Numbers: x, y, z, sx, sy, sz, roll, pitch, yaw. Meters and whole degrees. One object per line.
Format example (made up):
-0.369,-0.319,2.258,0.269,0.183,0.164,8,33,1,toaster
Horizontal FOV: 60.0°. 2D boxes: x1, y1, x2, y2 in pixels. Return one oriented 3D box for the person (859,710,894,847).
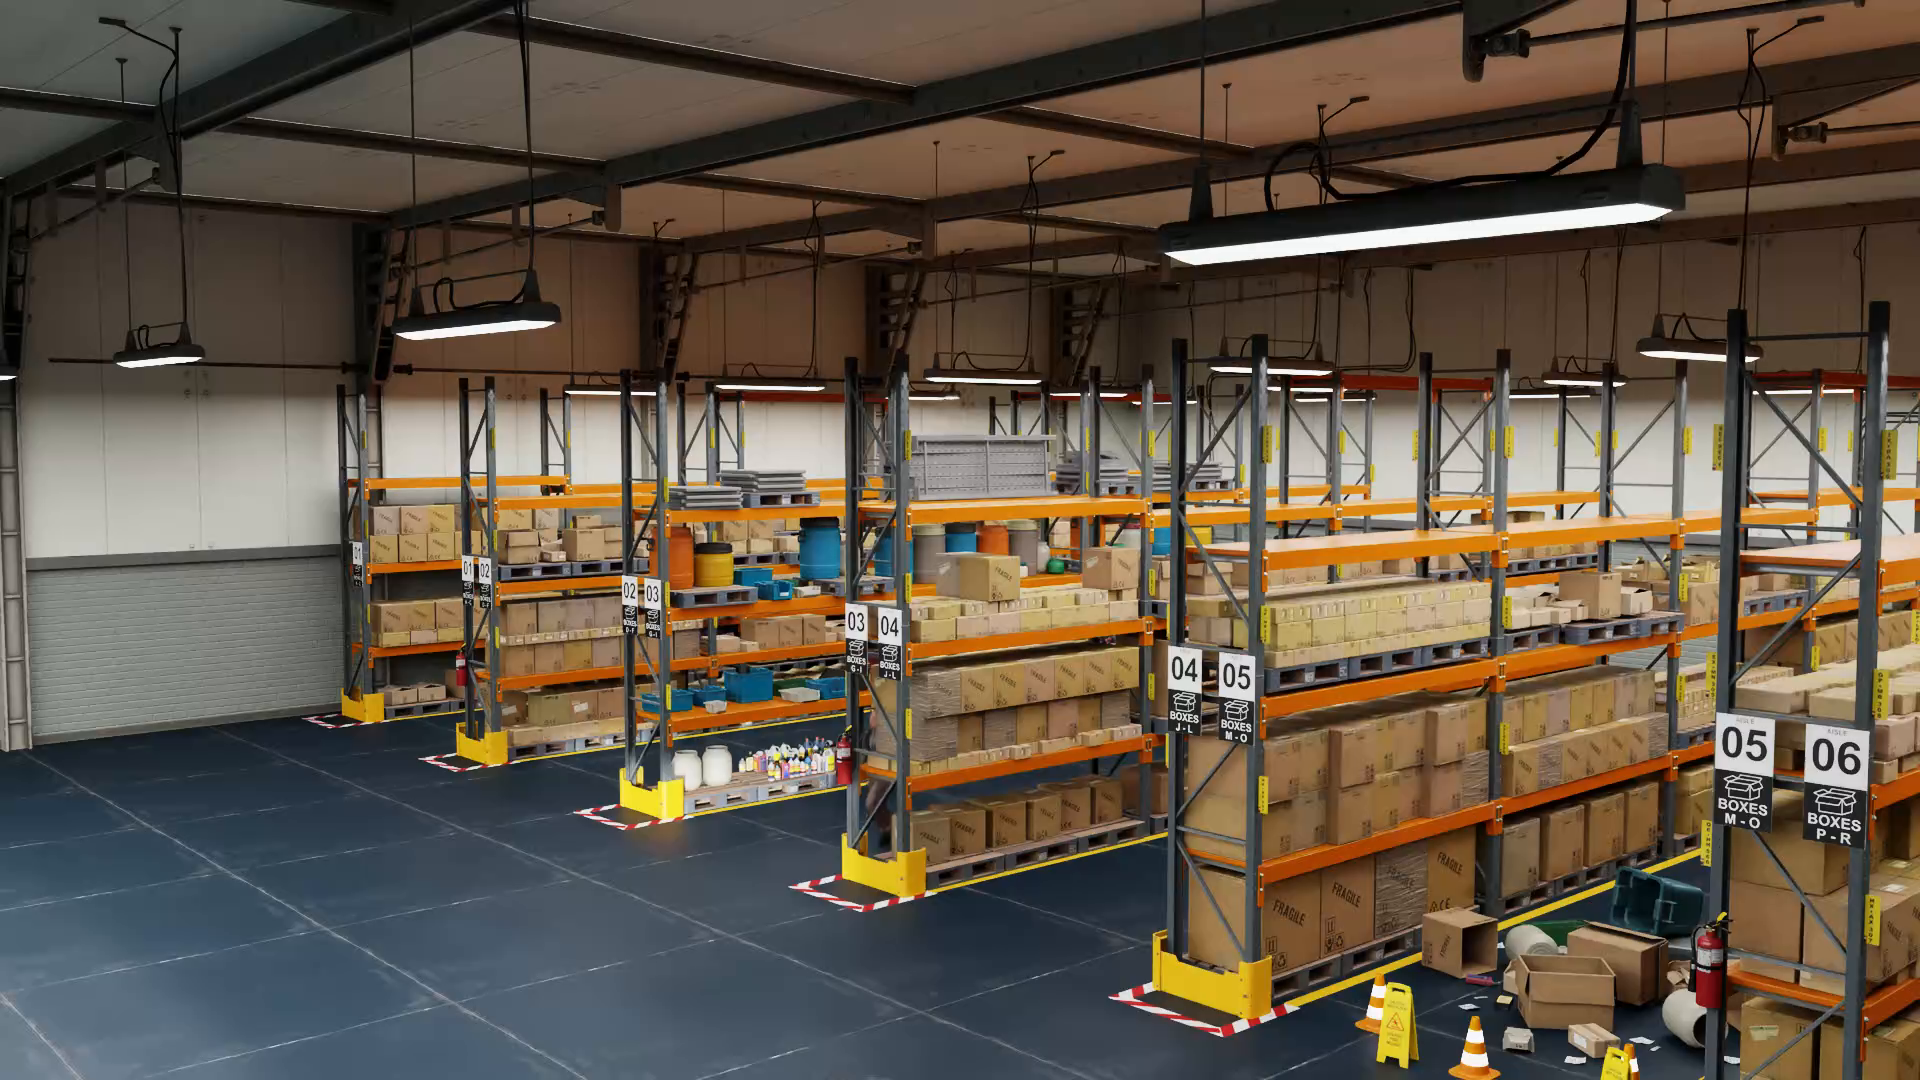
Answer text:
-1.006,2.954,20.644,0.768,1.707,0.625,-3,5,-42,person
